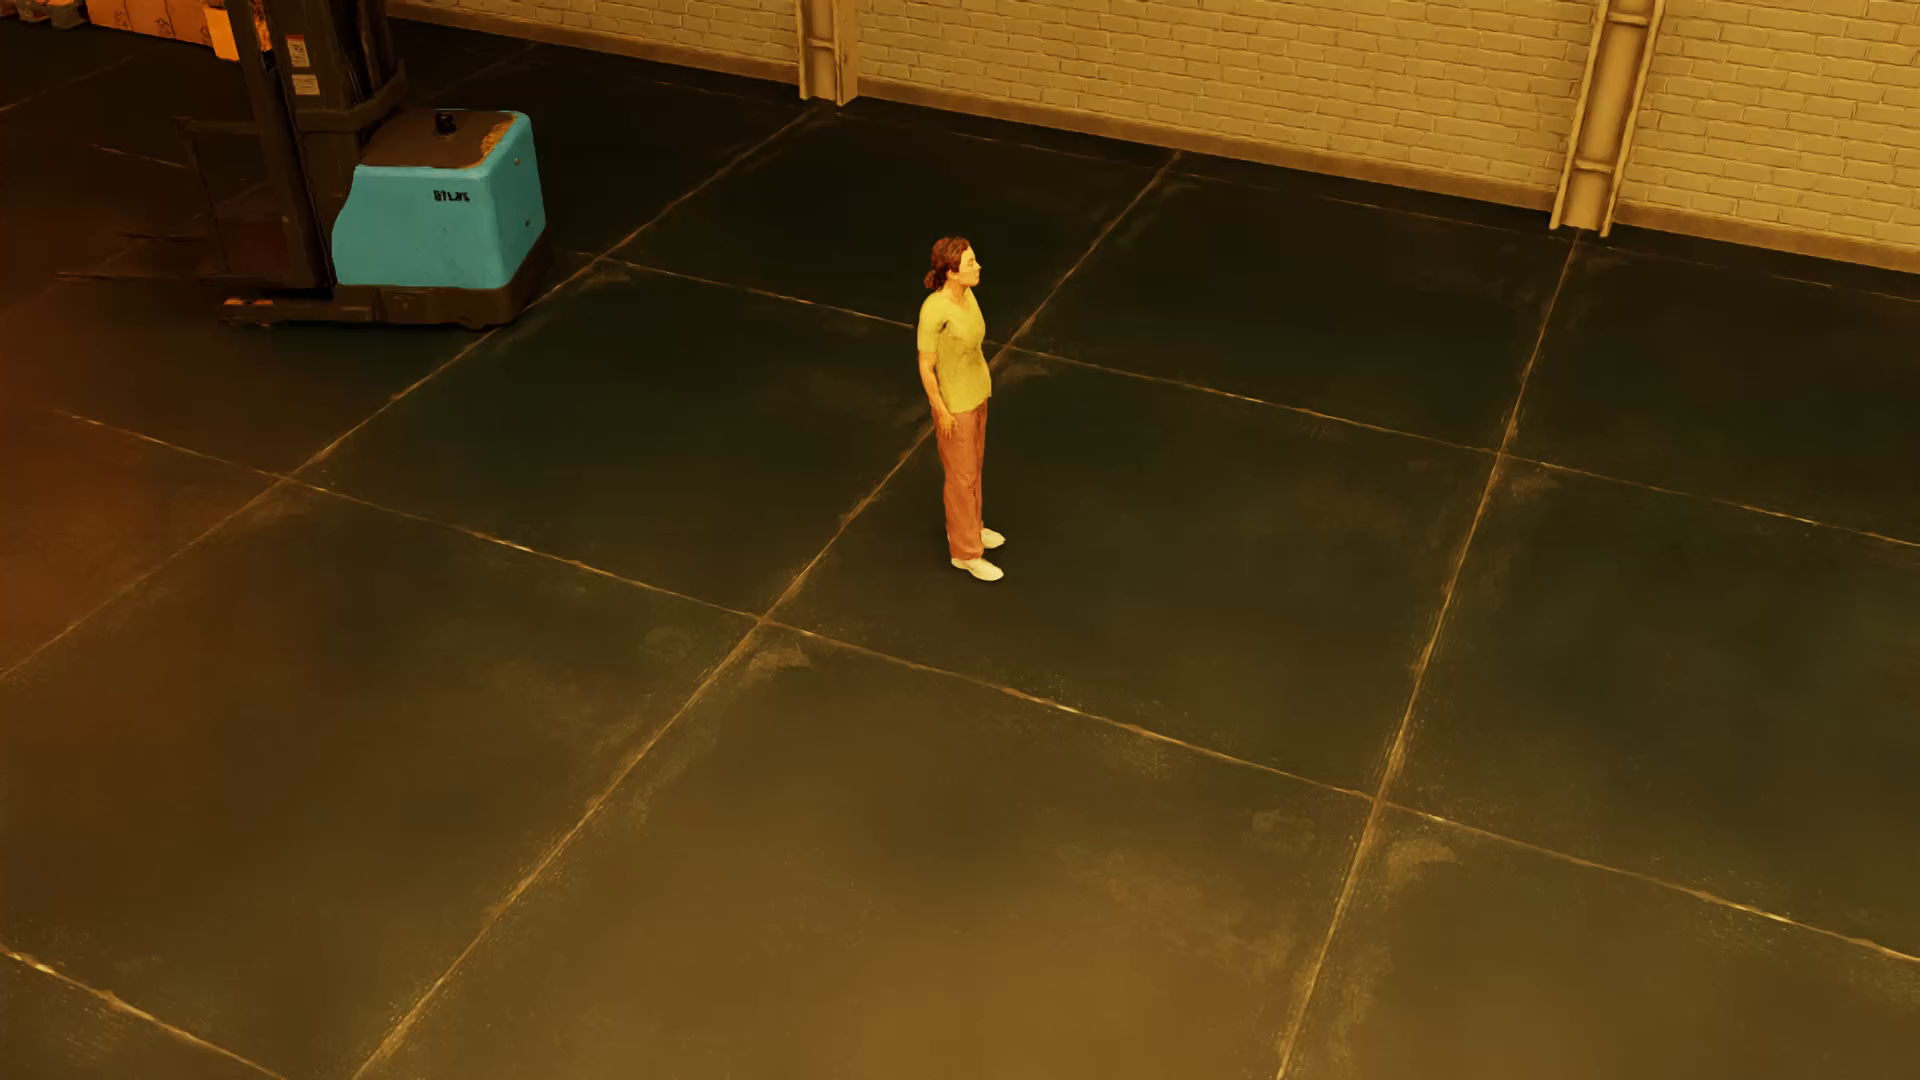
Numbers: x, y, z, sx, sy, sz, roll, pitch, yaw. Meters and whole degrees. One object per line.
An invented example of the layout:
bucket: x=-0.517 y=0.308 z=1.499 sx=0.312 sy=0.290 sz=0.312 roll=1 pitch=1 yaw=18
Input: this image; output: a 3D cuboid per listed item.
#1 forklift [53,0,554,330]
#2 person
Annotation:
forklift: x=-4.265 y=-2.846 z=10.077 sx=3.031 sy=2.935 sz=1.130 roll=3 pitch=36 yaw=4
person: x=0.063 y=-0.664 z=8.087 sx=0.548 sy=1.674 sz=0.554 roll=15 pitch=38 yaw=20
